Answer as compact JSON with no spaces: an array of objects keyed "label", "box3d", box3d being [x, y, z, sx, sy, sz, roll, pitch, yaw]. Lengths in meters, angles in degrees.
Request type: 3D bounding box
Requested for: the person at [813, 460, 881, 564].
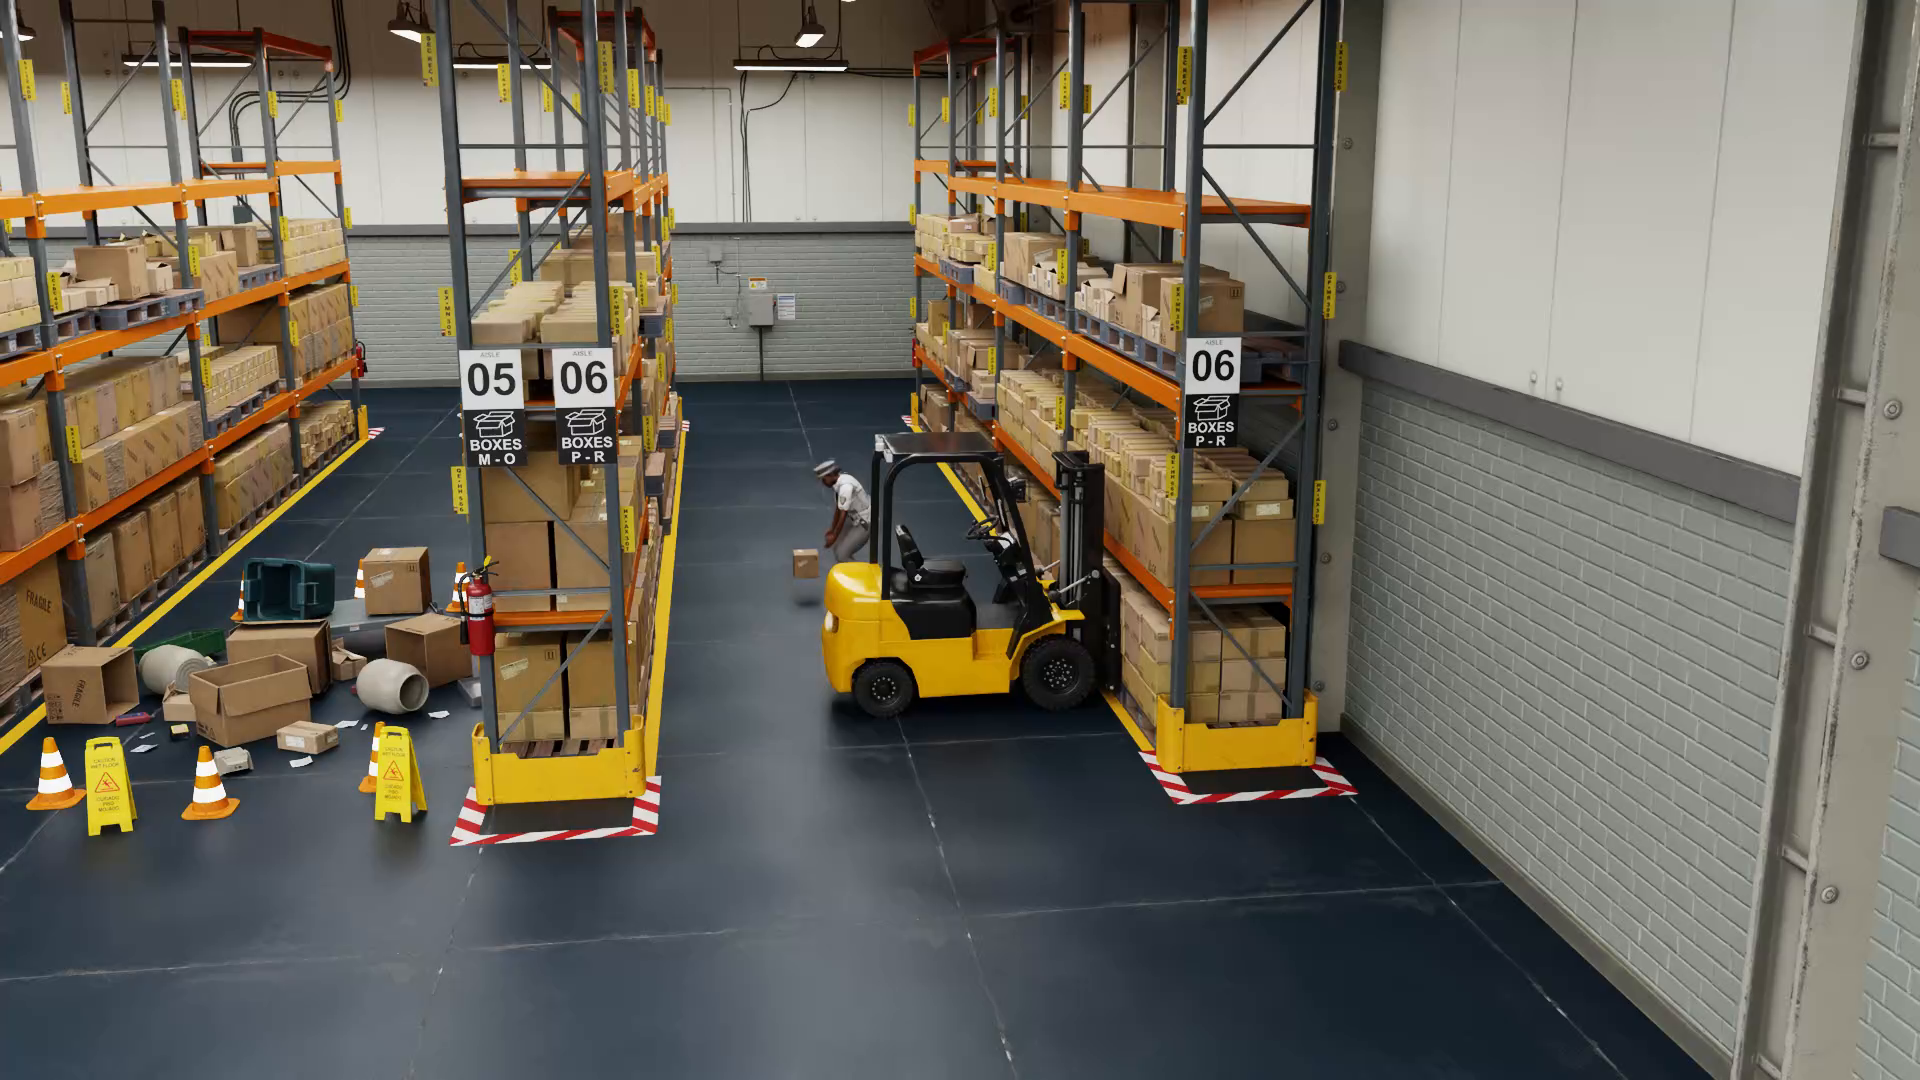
[{"label":"person","box3d":[-1.156,-0.125,17.084,0.689,1.414,0.495,-2,13,-8]}]
